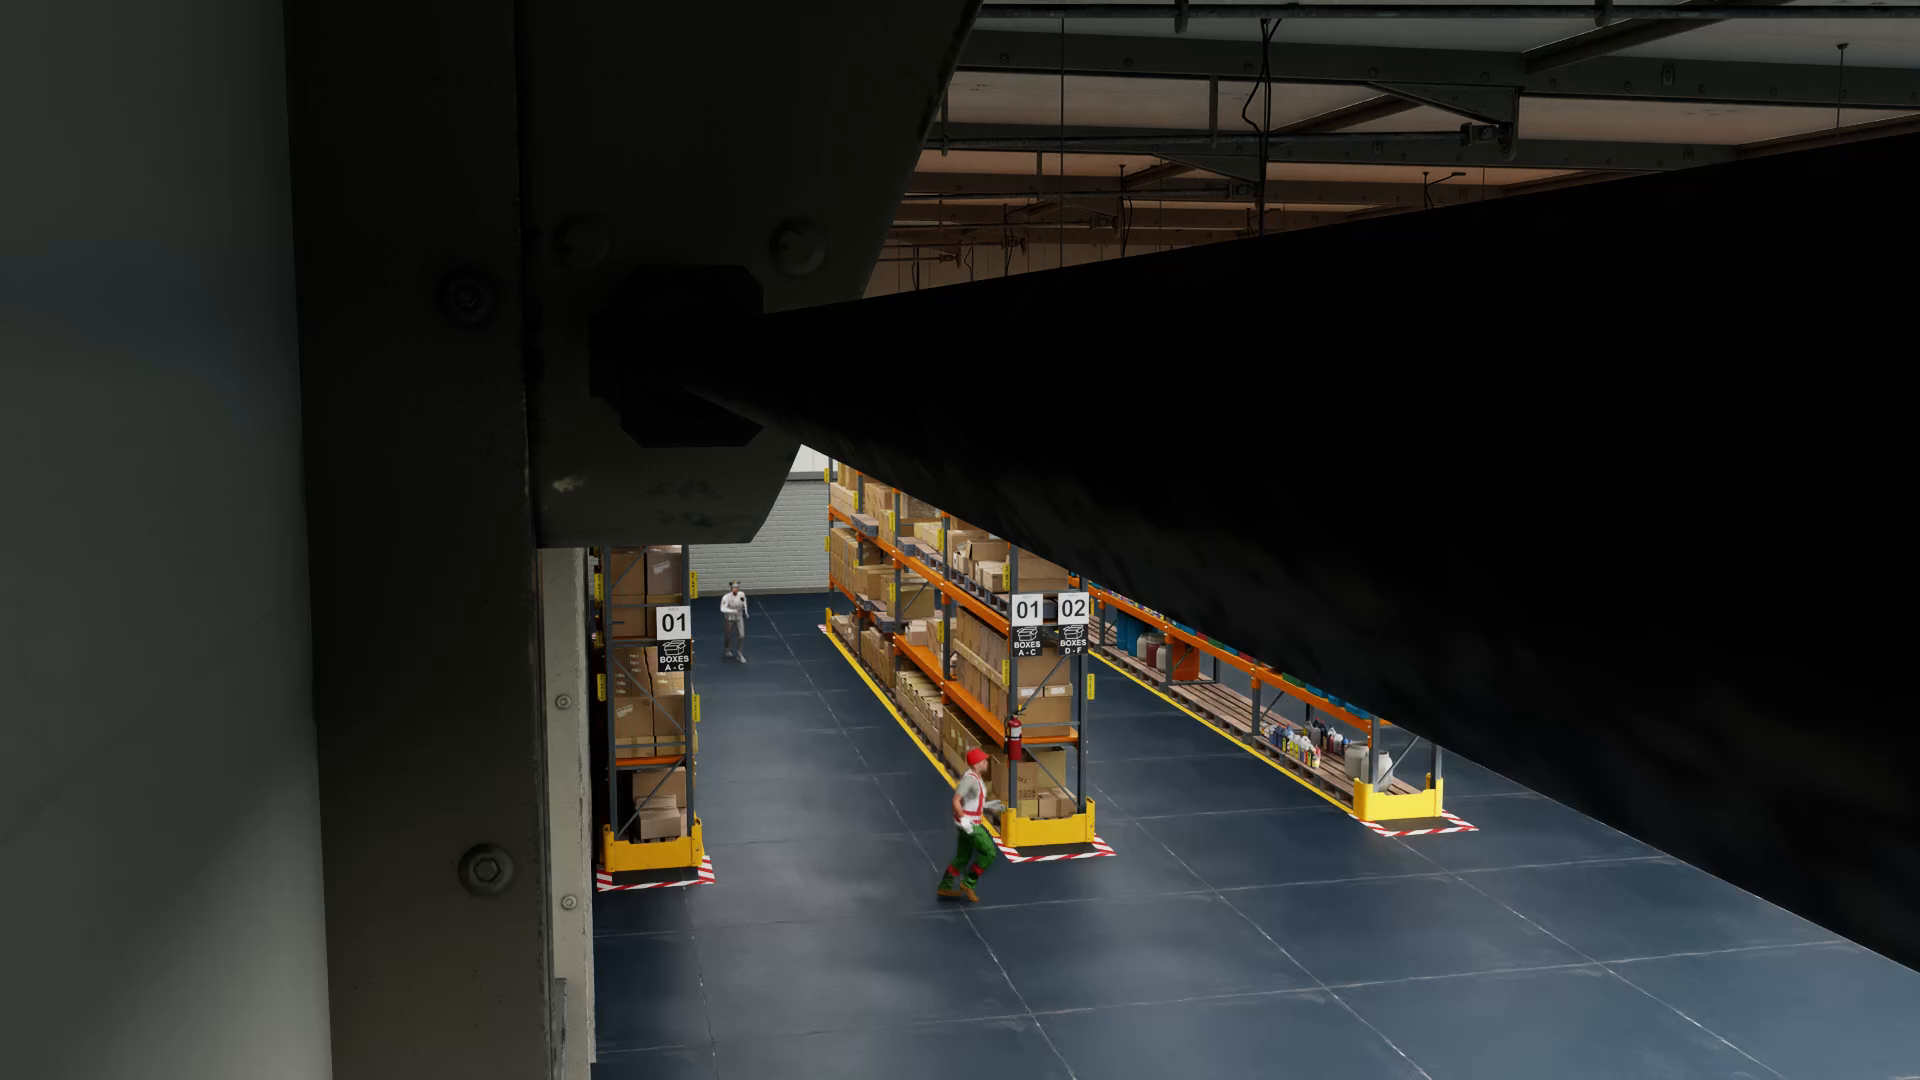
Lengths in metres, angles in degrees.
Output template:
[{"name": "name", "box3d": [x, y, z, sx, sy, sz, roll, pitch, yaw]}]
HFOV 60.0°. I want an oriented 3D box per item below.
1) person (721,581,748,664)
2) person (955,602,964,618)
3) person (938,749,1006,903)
[{"name": "person", "box3d": [-4.500, 1.592, 33.072, 0.612, 1.661, 0.939, -3, 7, -23]}, {"name": "person", "box3d": [0.255, 1.634, 32.473, 0.676, 1.710, 0.681, -3, 8, -27]}, {"name": "person", "box3d": [0.130, 3.239, 18.852, 0.774, 1.772, 0.614, 0, 7, 2]}]
